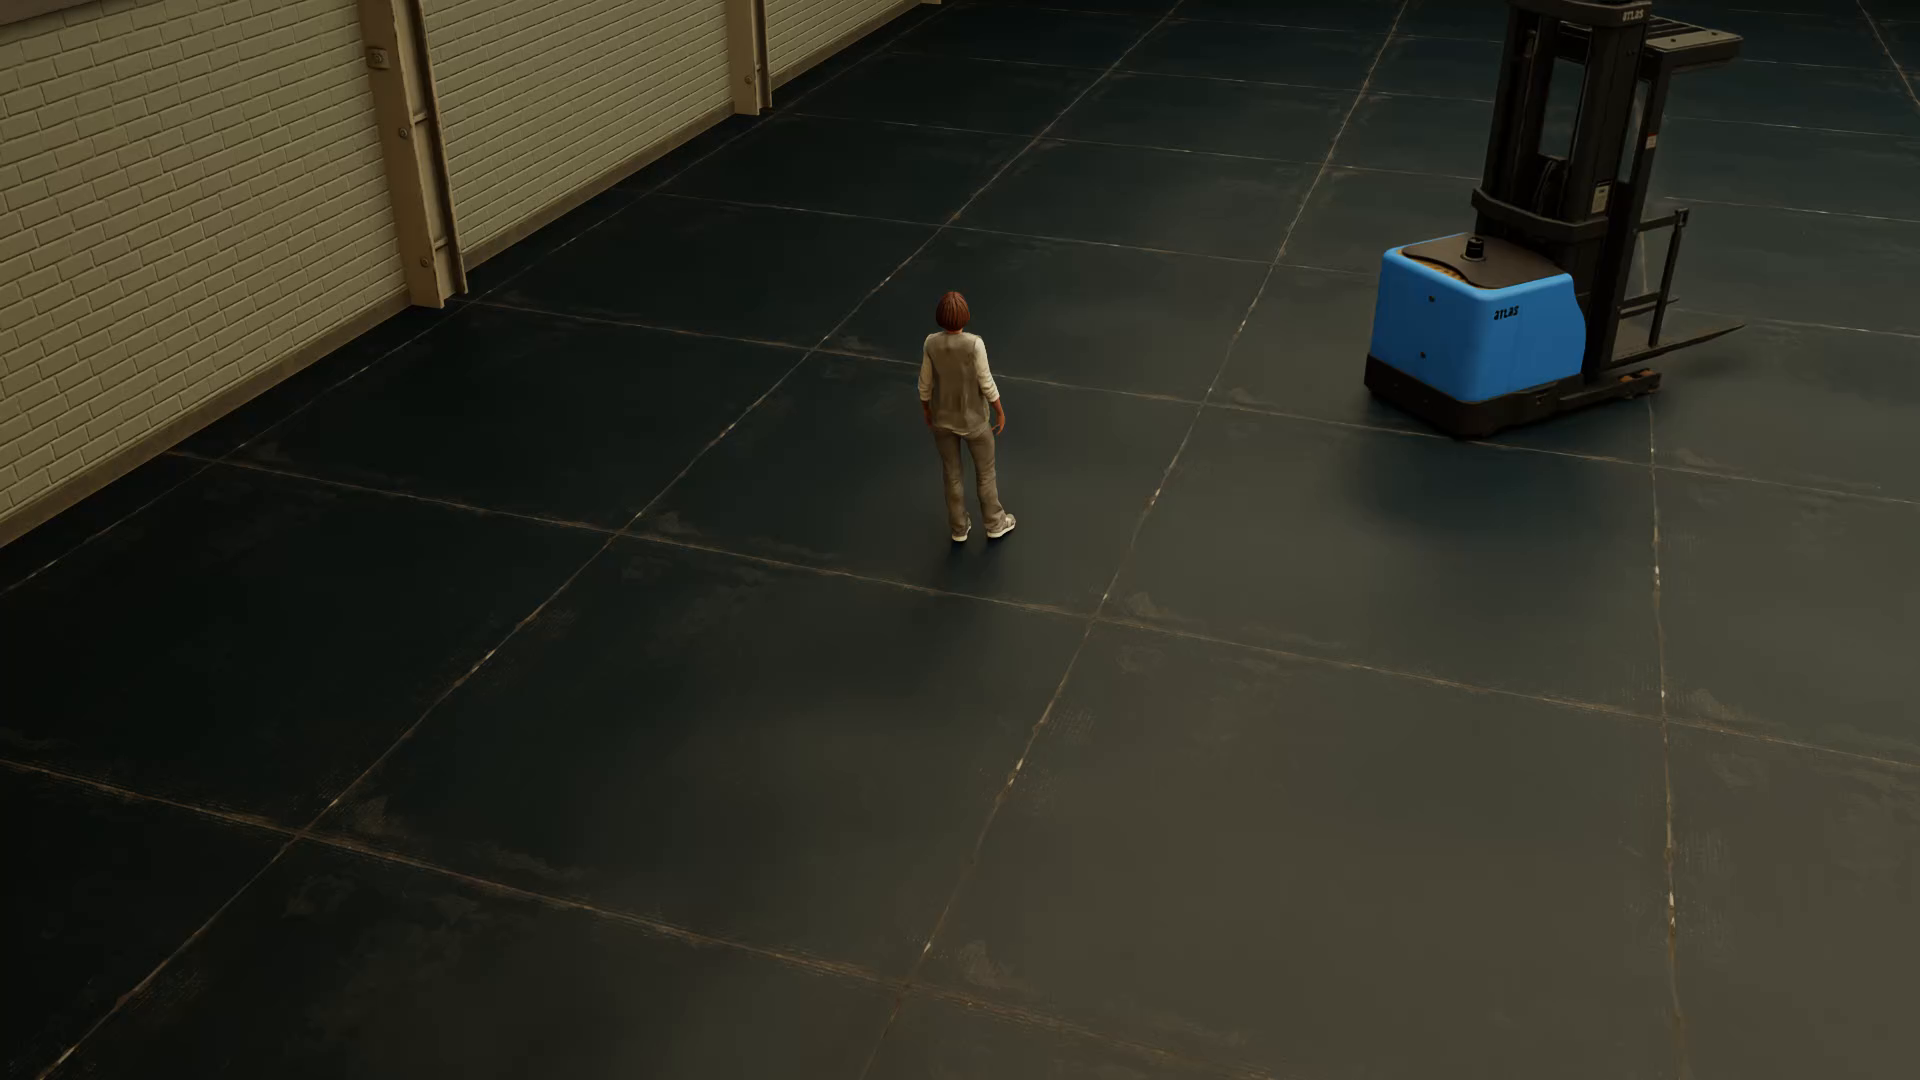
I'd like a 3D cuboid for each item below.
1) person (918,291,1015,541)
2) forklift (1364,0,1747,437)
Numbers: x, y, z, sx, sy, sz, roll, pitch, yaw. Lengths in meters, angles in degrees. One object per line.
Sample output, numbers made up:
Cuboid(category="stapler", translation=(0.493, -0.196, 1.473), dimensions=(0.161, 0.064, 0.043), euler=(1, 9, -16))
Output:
Cuboid(category="person", translation=(0.038, -0.733, 9.754), dimensions=(0.520, 1.599, 0.473), euler=(10, 31, 16))
Cuboid(category="forklift", translation=(4.433, -2.487, 11.499), dimensions=(3.031, 2.935, 1.130), euler=(-15, 33, -25))
